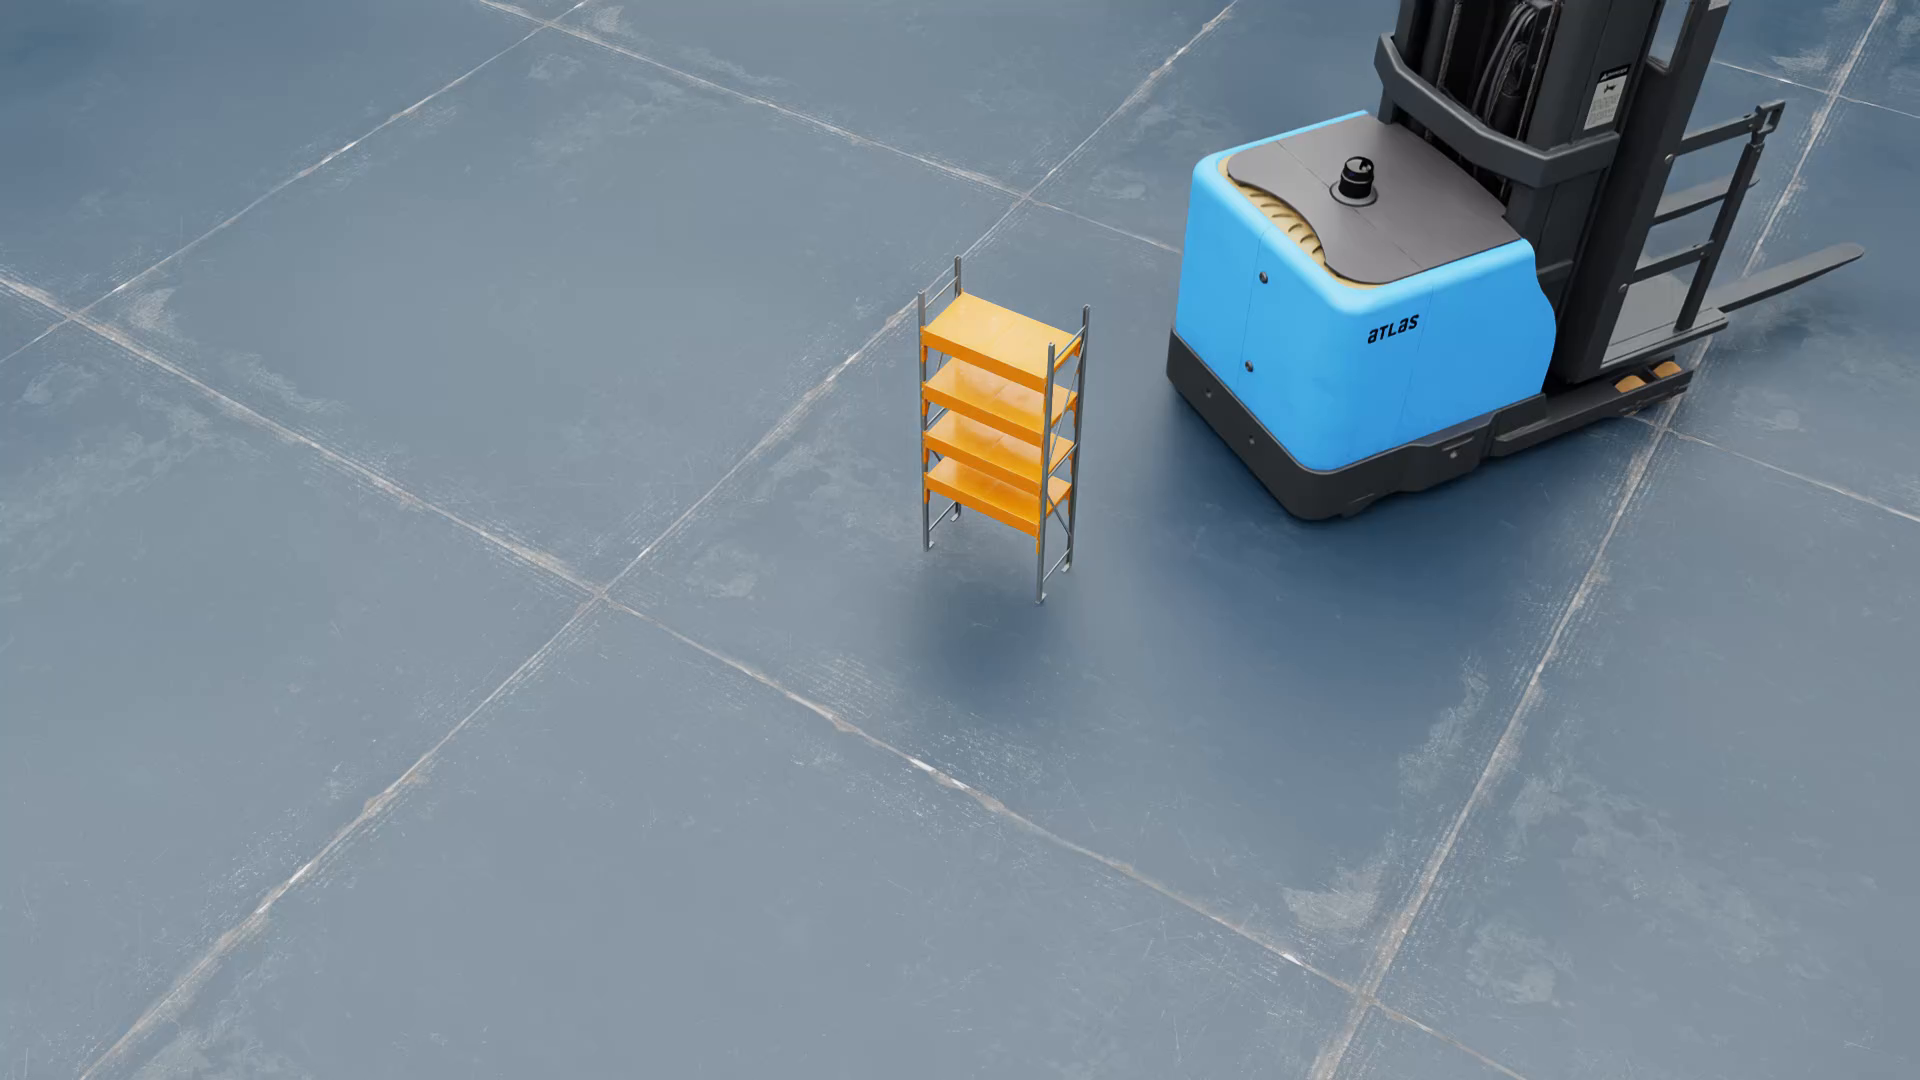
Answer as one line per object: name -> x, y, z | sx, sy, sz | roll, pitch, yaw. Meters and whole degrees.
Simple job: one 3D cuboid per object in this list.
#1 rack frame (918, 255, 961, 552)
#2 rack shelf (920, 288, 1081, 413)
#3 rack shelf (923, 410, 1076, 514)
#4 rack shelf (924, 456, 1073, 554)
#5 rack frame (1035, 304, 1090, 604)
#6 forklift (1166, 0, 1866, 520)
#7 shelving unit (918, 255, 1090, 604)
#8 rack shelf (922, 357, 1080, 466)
rack frame -> -0.066, -0.449, 5.849 | 0.015, 1.200, 0.240 | 25, 51, 22
rack shelf -> 0.139, -0.628, 5.476 | 0.480, 0.148, 0.258 | 25, 51, 22
rack shelf -> 0.139, -0.307, 5.806 | 0.480, 0.148, 0.258 | 25, 51, 22
rack shelf -> 0.139, -0.169, 5.948 | 0.480, 0.148, 0.258 | 25, 51, 22
rack frame -> 0.345, -0.260, 5.666 | 0.015, 1.200, 0.240 | 25, 51, 22
forklift -> 2.397, -1.841, 5.995 | 3.031, 2.935, 1.130 | -20, 49, -18
shelving unit -> 0.139, -0.354, 5.757 | 0.503, 1.200, 0.258 | 25, 51, 22
rack shelf -> 0.139, -0.463, 5.645 | 0.480, 0.148, 0.258 | 25, 51, 22
